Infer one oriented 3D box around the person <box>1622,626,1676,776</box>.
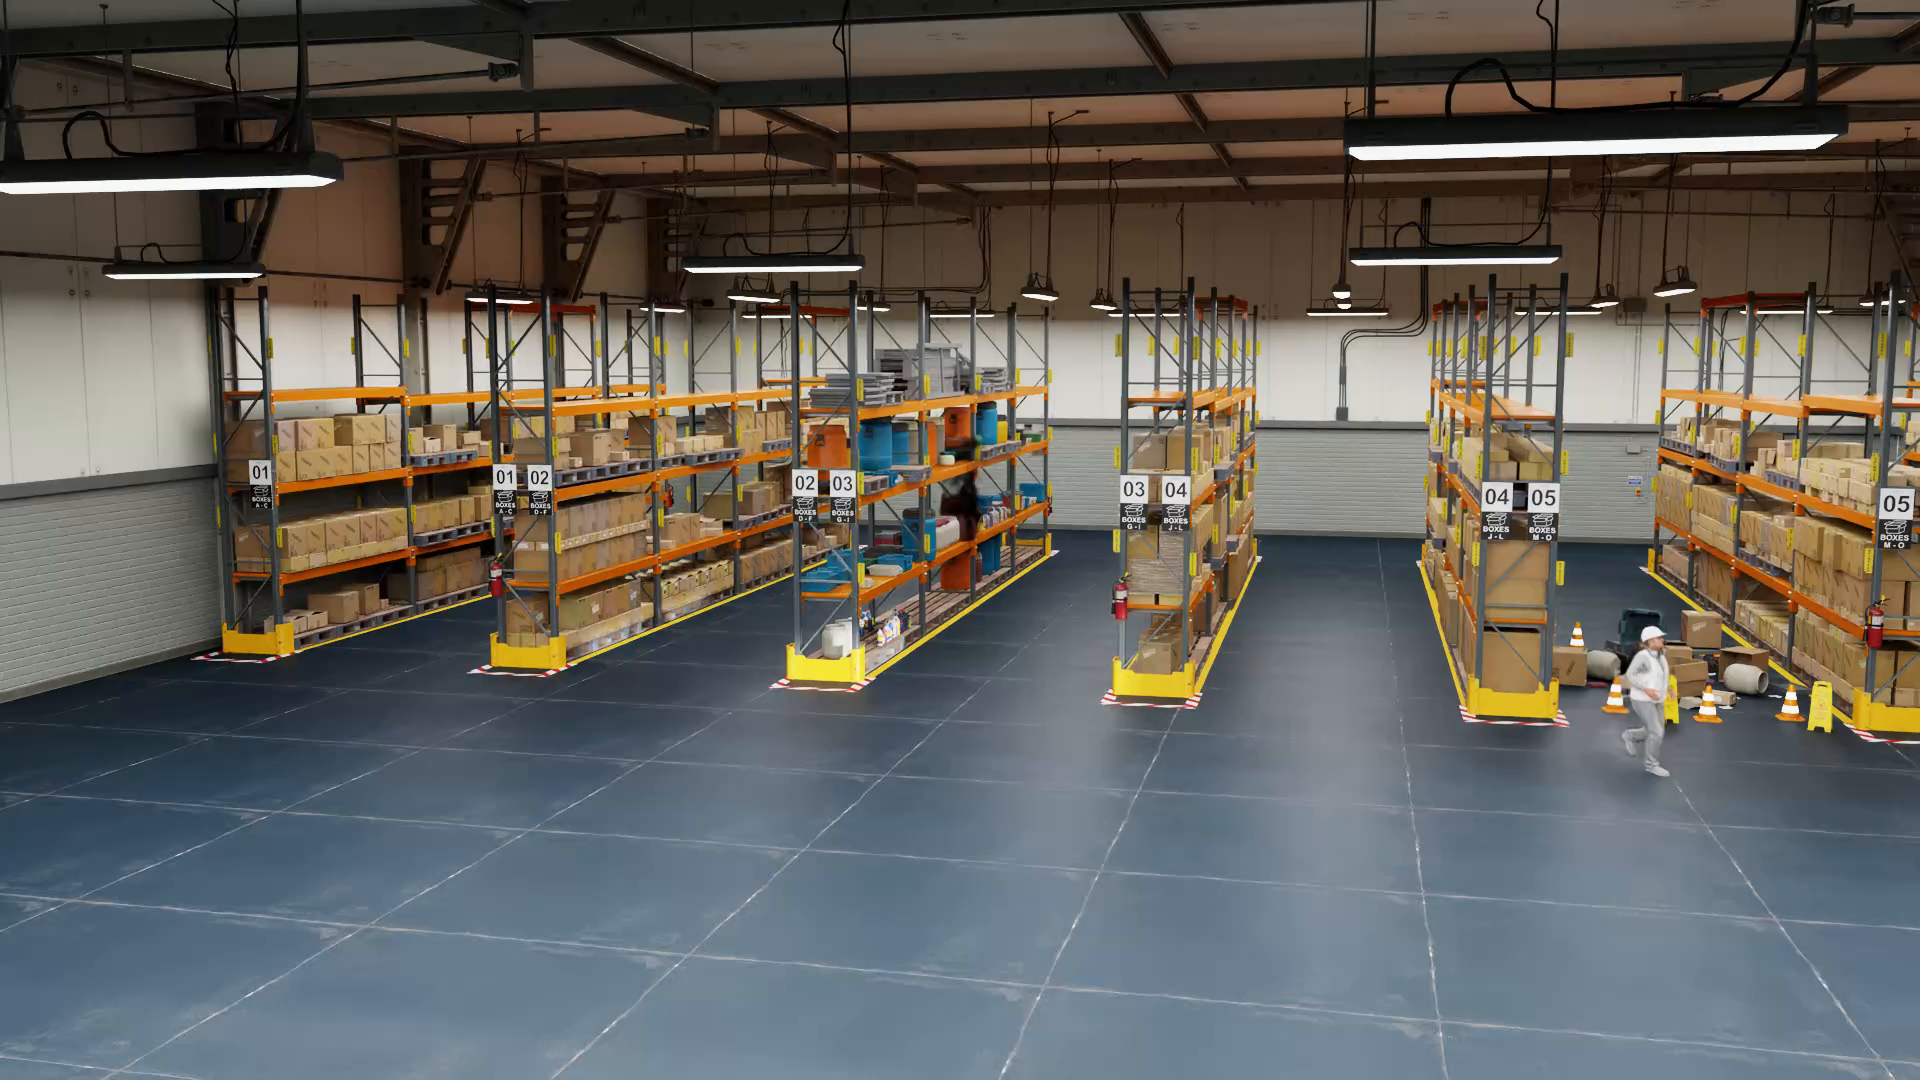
[{"bbox_3d":[8.124,1.887,19.741,0.664,1.757,0.711,-5,8,-35],"label":"person"}]
